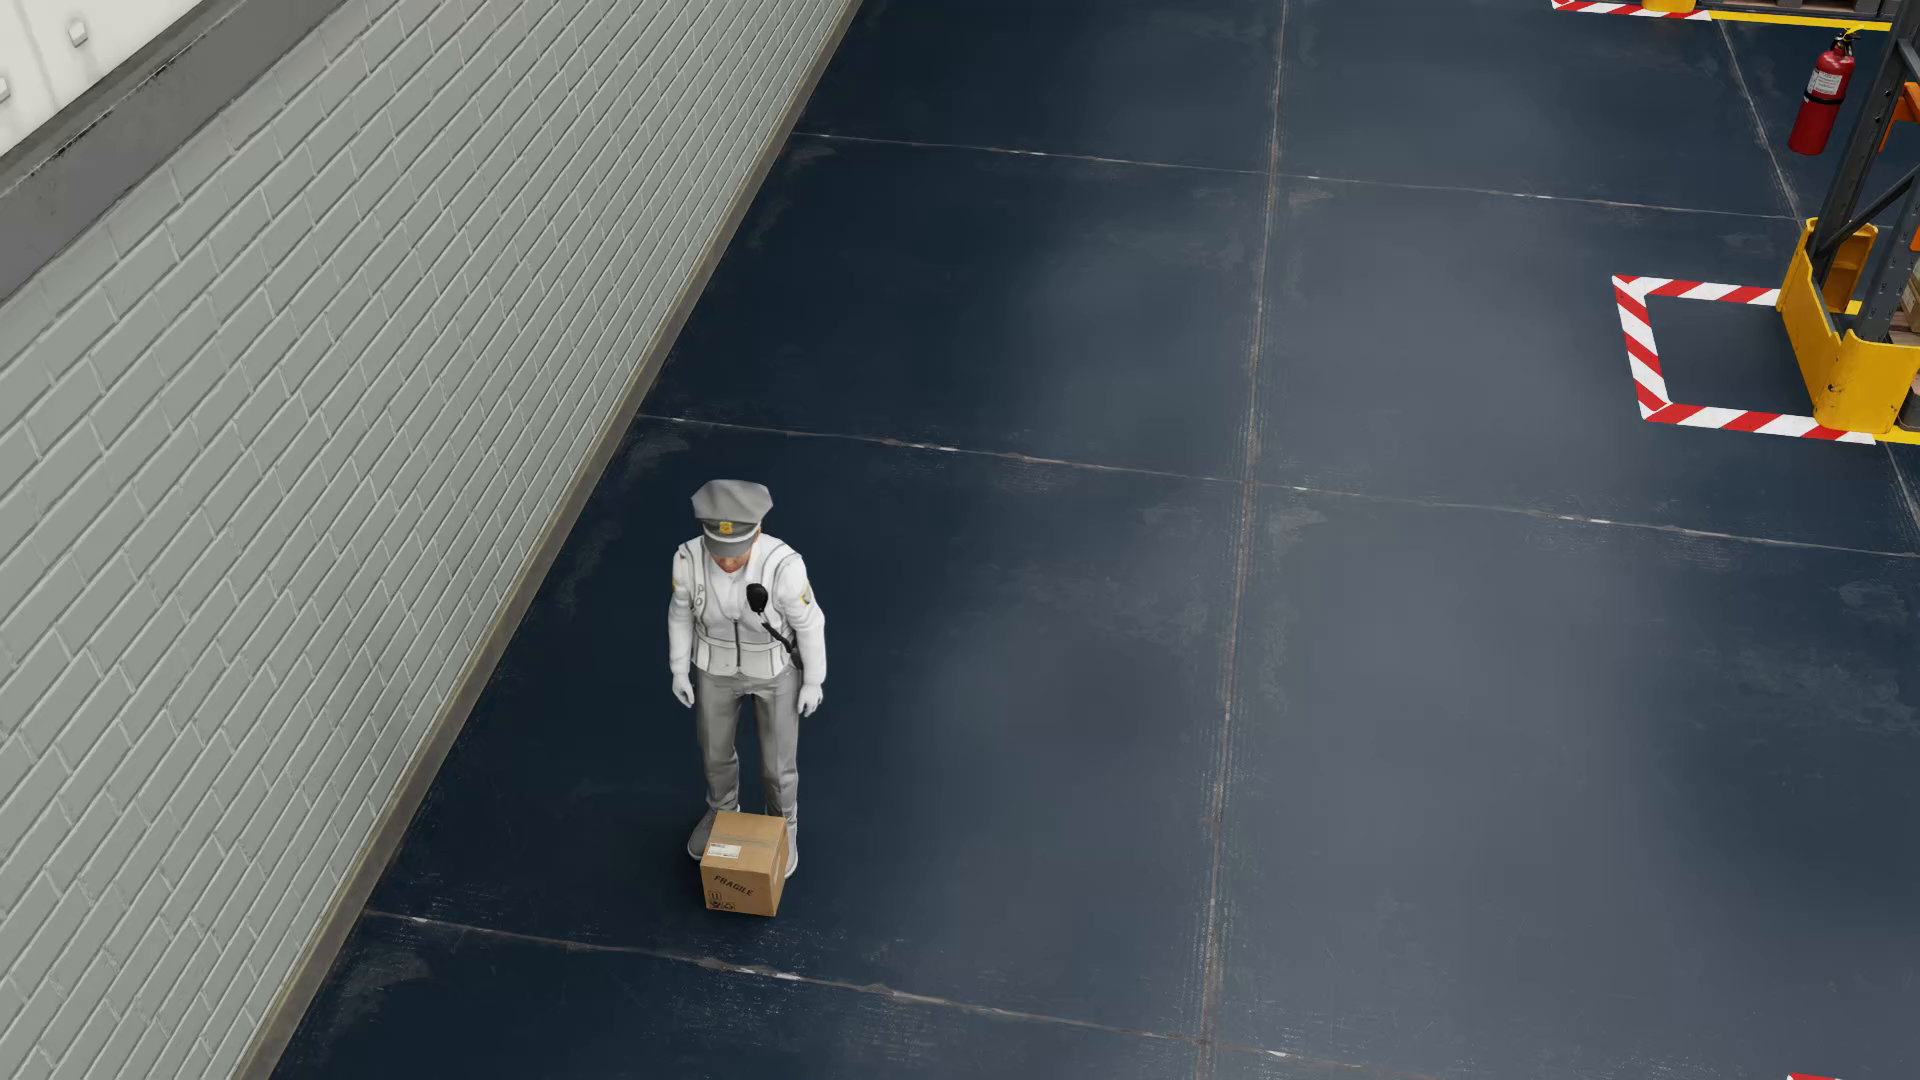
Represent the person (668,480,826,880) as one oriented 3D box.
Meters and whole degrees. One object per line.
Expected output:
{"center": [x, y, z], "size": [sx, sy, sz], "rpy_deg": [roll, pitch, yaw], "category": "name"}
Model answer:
{"center": [-0.721, 0.470, 5.611], "size": [0.542, 1.662, 0.415], "rpy_deg": [4, 41, 5], "category": "person"}
